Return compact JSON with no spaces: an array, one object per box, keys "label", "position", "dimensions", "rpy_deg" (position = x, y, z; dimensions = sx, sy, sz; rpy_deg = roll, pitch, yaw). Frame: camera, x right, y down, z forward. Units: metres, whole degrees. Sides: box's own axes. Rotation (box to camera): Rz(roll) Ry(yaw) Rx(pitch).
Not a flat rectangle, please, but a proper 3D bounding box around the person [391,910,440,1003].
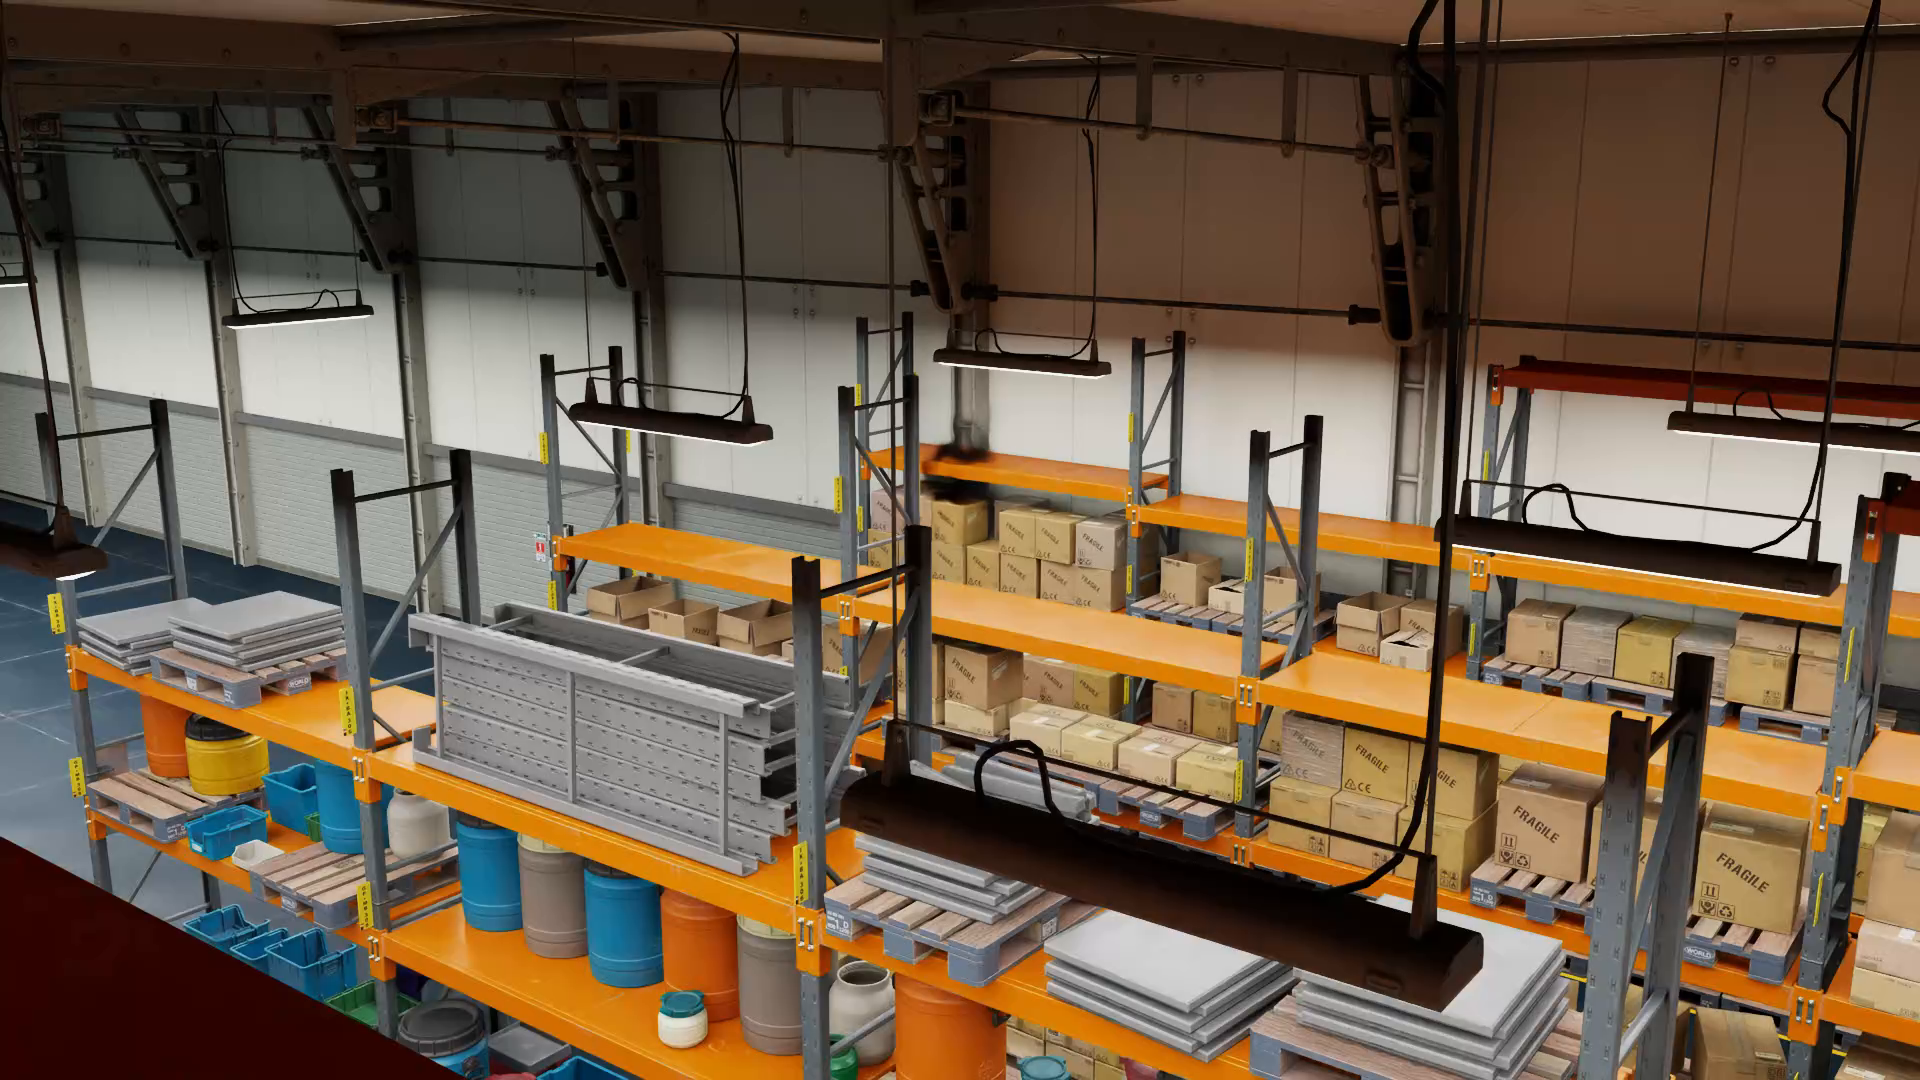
[{"label":"person","position":[-4.942,3.840,14.998],"dimensions":[0.922,1.636,0.607],"rpy_deg":[10,16,36]}]
